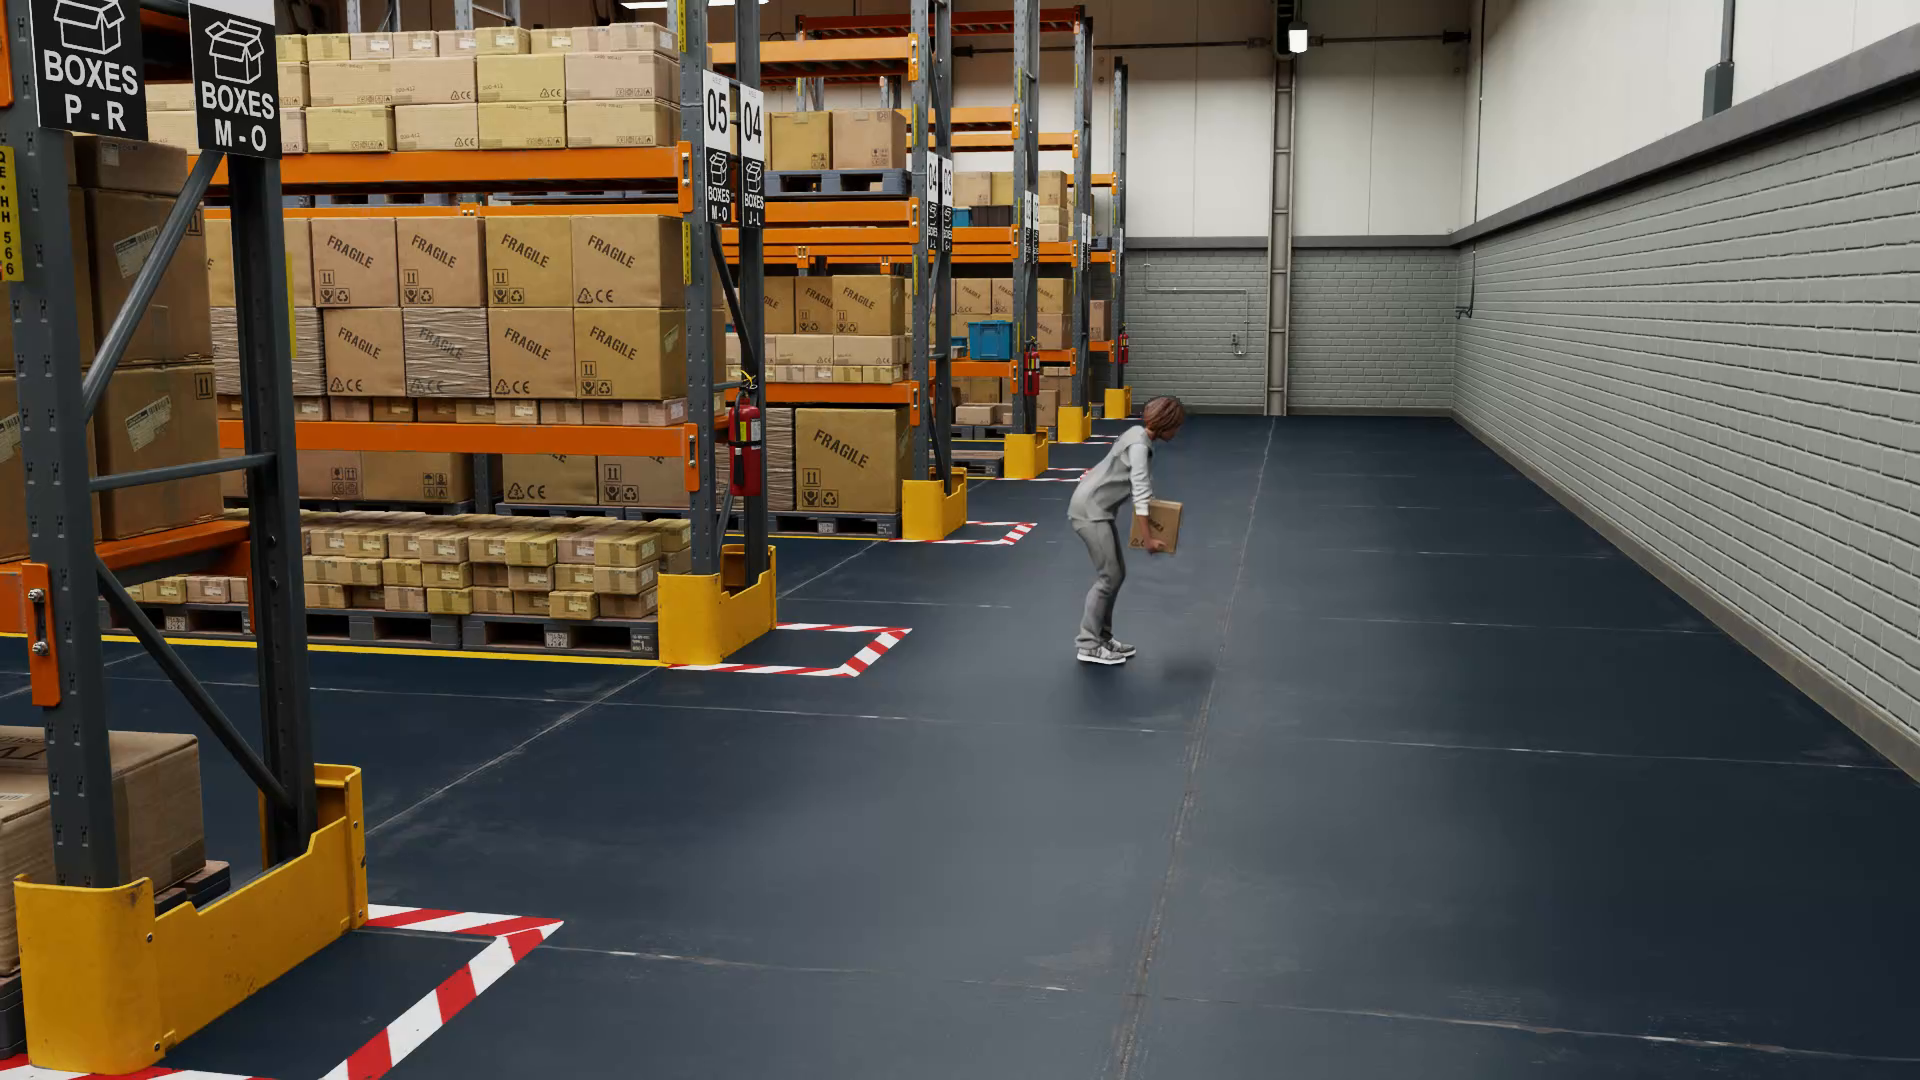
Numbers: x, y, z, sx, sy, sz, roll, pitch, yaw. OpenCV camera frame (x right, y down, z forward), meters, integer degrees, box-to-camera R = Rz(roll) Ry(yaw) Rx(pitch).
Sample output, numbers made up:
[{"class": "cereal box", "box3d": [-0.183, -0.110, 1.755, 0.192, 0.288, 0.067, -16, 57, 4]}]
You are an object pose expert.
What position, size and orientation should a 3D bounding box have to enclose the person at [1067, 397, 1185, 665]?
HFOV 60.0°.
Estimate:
[{"class": "person", "box3d": [0.912, -0.048, 9.205, 0.636, 1.458, 0.376, 1, 8, 10]}]
